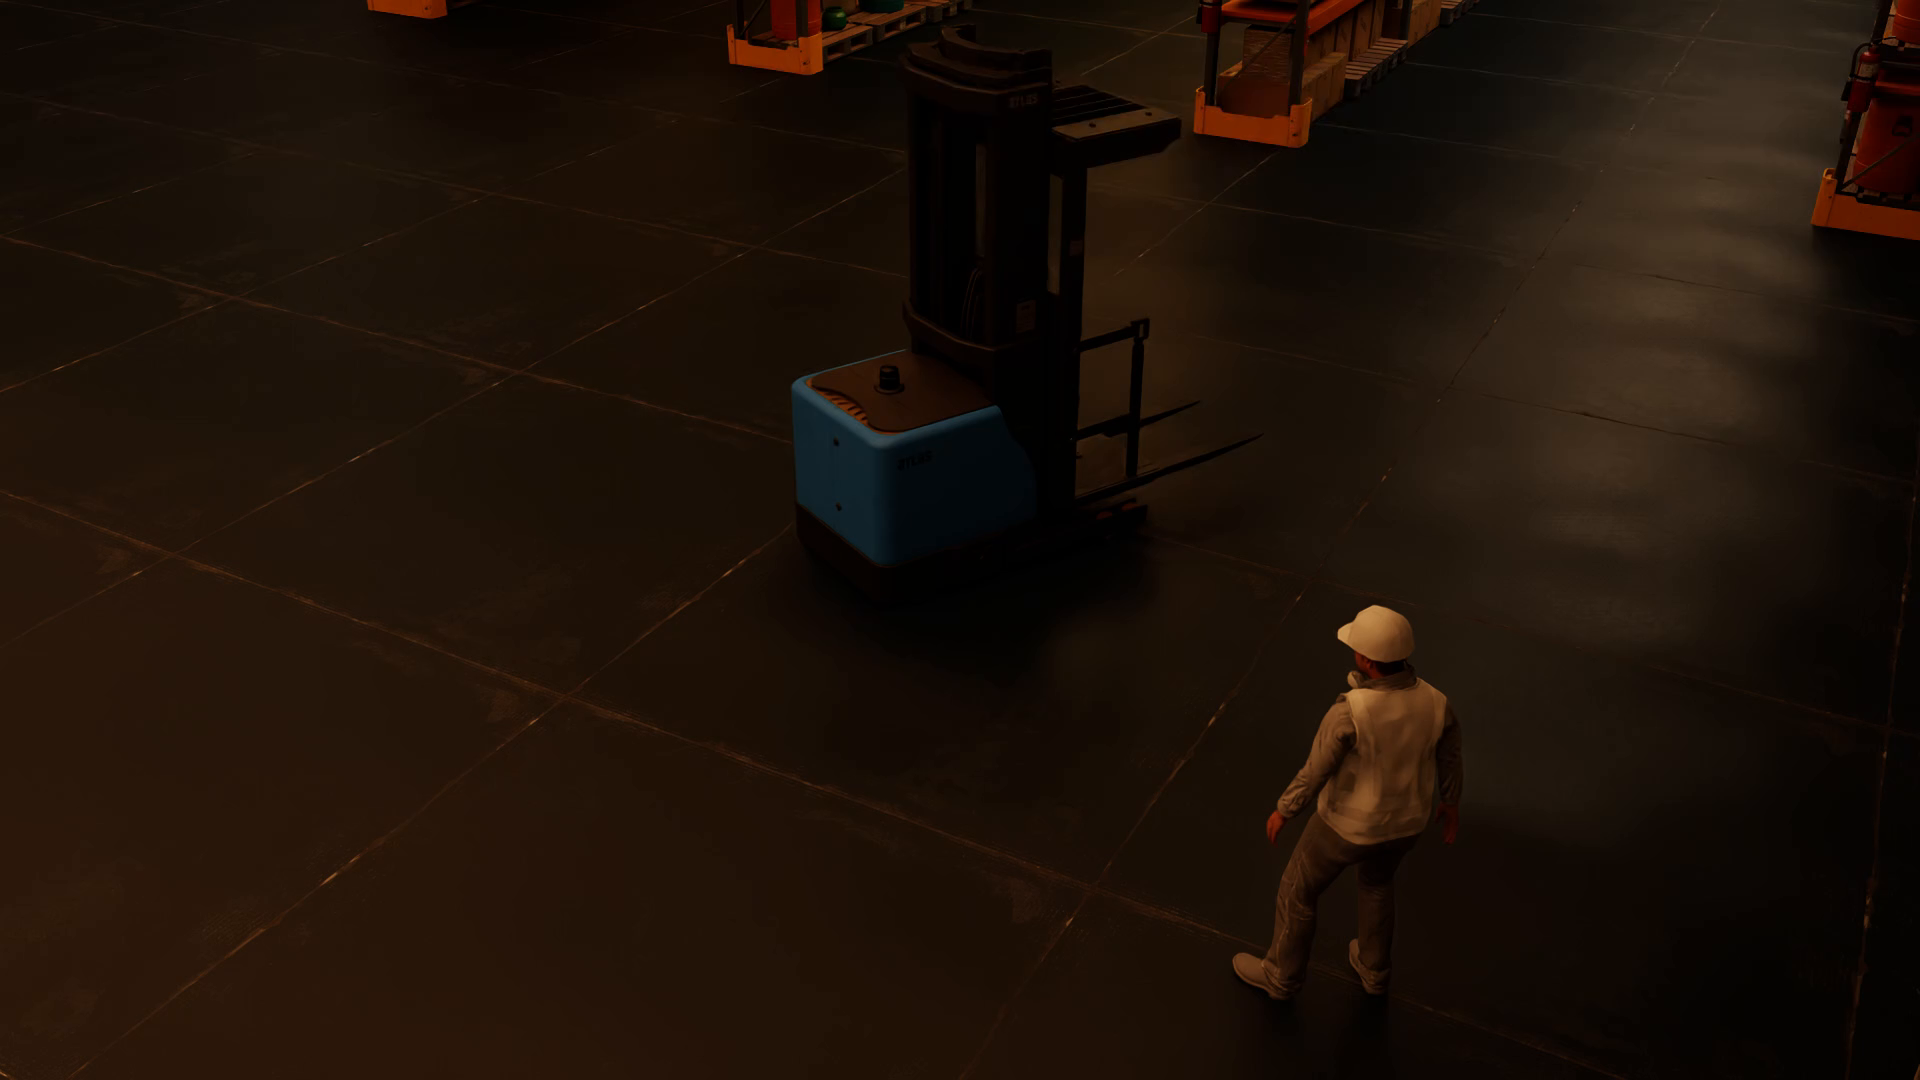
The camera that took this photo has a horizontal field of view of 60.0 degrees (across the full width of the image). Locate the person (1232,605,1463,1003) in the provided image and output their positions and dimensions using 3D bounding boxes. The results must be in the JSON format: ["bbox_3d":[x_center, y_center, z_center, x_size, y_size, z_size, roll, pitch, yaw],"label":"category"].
[{"bbox_3d":[1.552,1.036,6.462,0.796,1.746,0.431,-9,31,-15],"label":"person"}]

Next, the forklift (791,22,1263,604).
[{"bbox_3d":[0.525,-1.475,9.626,3.031,2.935,1.130,-19,35,-29],"label":"forklift"}]
